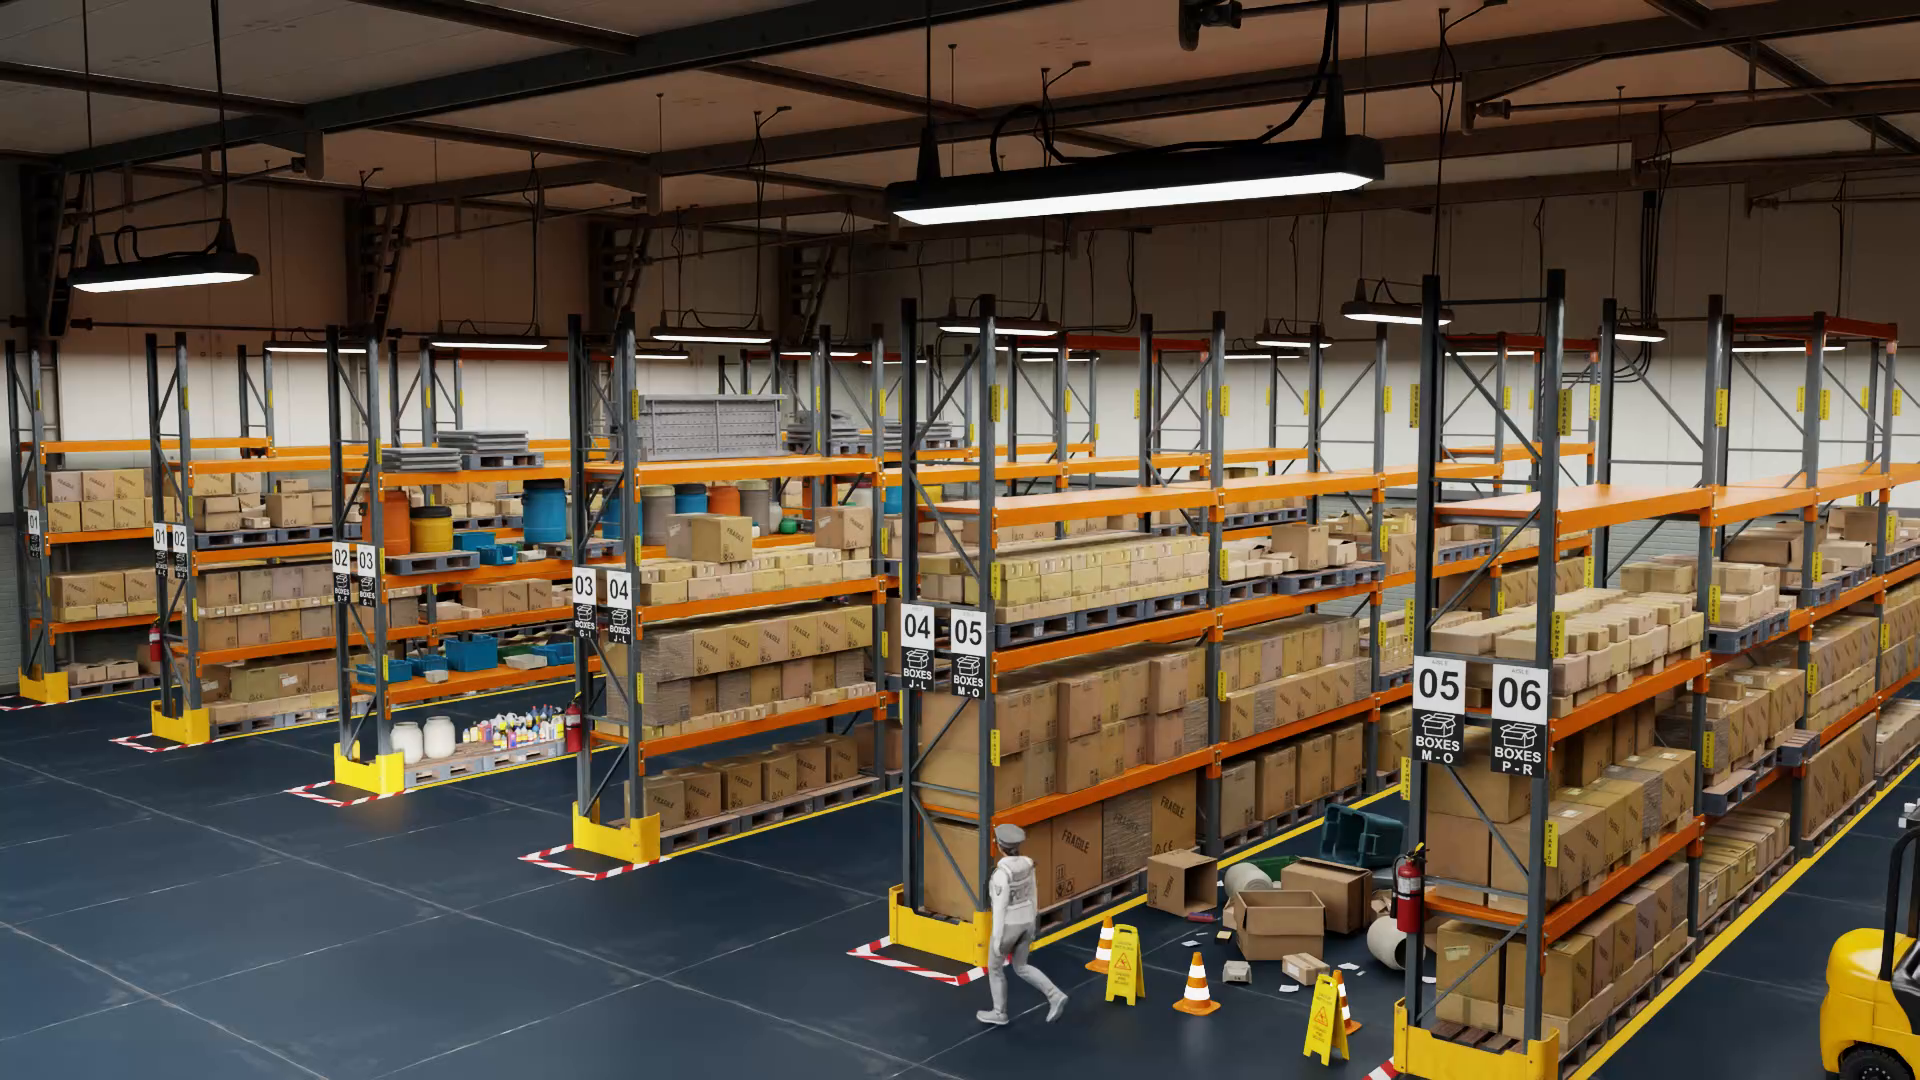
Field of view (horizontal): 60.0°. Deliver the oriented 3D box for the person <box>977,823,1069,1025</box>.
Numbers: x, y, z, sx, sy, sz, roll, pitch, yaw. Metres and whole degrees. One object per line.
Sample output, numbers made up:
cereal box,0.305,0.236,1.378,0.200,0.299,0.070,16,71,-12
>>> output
person,0.489,3.121,13.418,0.776,1.654,0.506,4,6,35
